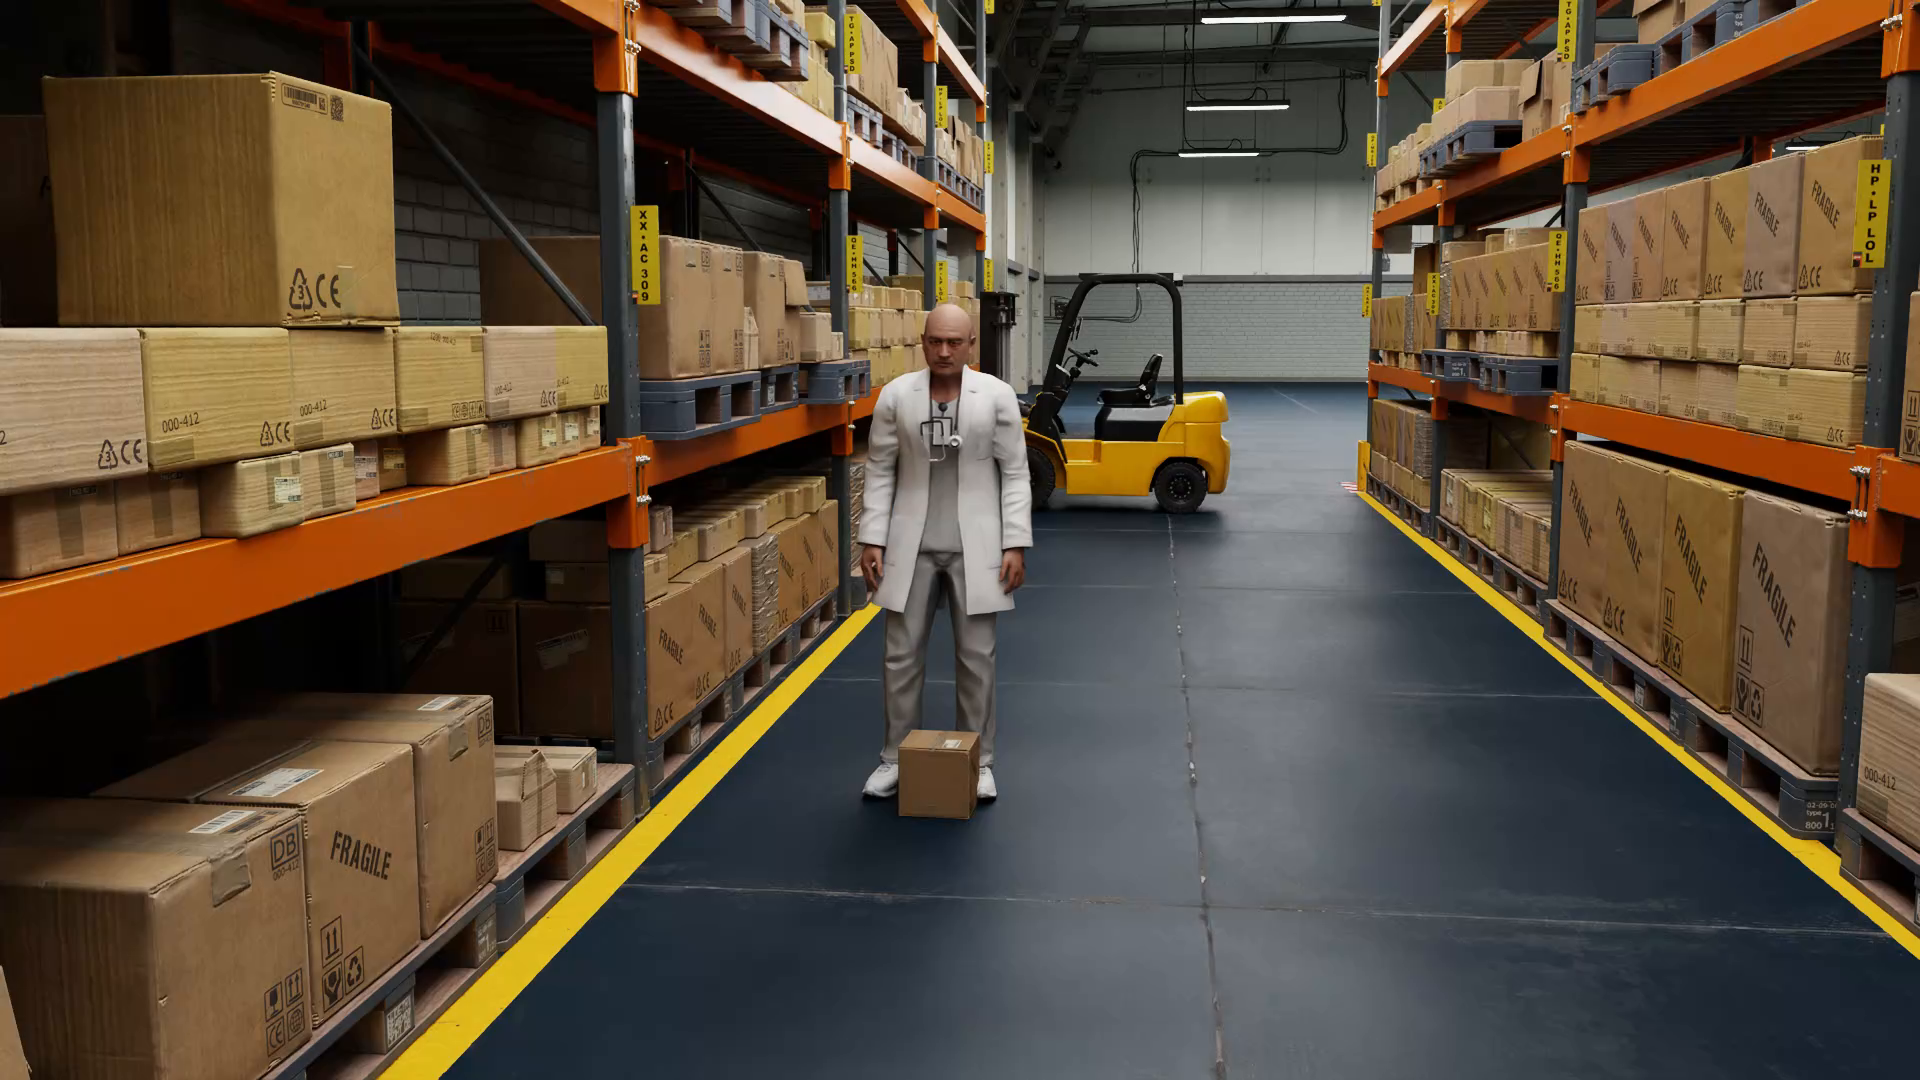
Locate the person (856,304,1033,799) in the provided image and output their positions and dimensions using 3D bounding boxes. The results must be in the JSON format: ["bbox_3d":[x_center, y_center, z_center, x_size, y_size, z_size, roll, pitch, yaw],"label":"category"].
[{"bbox_3d":[-0.056,0.040,6.034,0.643,1.774,0.423,1,7,7],"label":"person"}]
